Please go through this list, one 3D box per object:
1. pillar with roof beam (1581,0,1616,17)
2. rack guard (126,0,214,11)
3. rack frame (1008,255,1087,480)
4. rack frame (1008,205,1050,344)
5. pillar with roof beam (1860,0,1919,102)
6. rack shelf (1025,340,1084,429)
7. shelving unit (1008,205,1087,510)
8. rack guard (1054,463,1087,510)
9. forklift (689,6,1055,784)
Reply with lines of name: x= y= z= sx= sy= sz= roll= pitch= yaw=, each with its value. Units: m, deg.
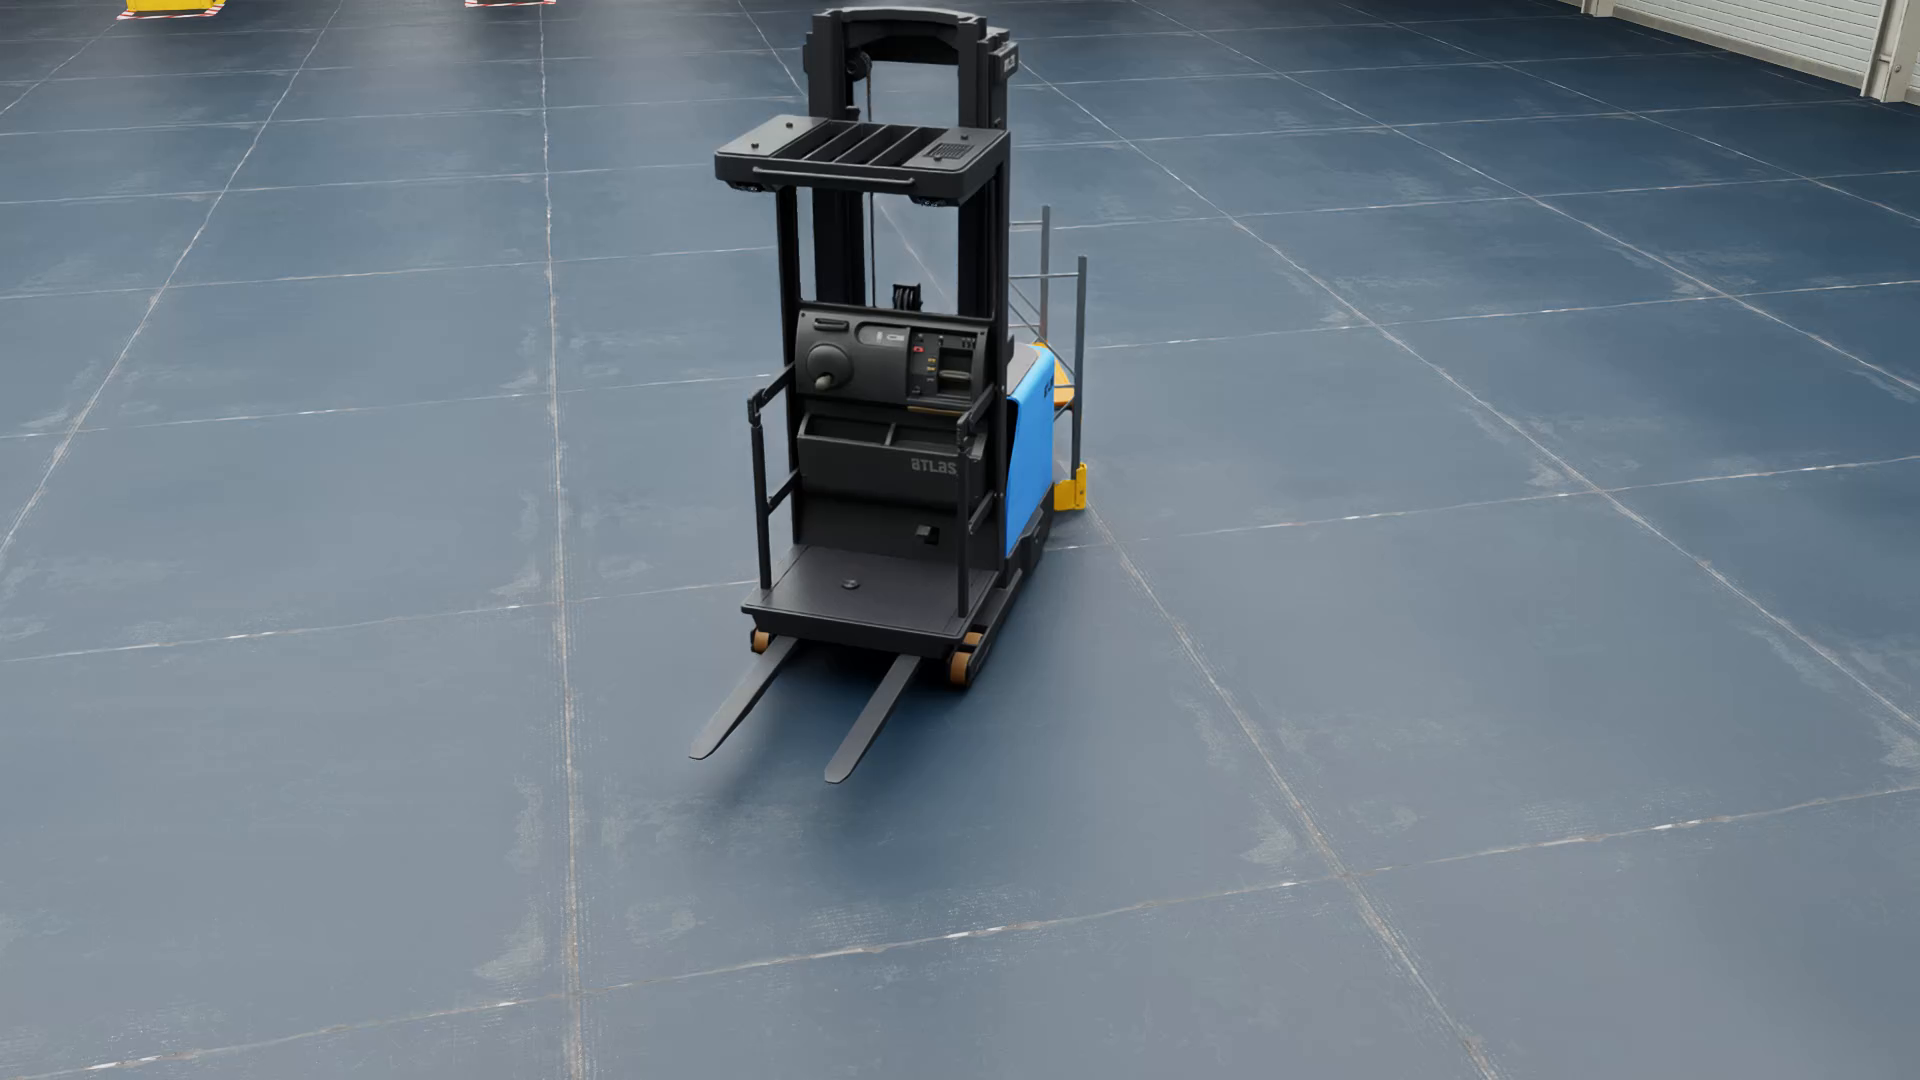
pillar with roof beam: x=5.288 y=-11.401 z=21.851 sx=9.100 sy=9.000 sz=0.400 roll=-6 pitch=27 yaw=-12
rack guard: x=-11.970 y=-8.294 z=25.128 sx=1.175 sy=0.500 sz=0.348 roll=-6 pitch=27 yaw=-12
rack frame: x=0.434 y=-0.844 z=9.257 sx=0.500 sy=1.500 sz=0.032 roll=-4 pitch=27 yaw=-8
rack frame: x=0.285 y=-1.297 z=10.155 sx=0.500 sy=1.500 sz=0.032 roll=-4 pitch=27 yaw=-8
pillar with roof beam: x=6.640 y=-8.767 z=16.632 sx=9.100 sy=9.000 sz=0.400 roll=-6 pitch=27 yaw=-12
rack shelf: x=0.359 y=-0.910 z=9.787 sx=0.538 sy=0.185 sz=1.000 roll=-4 pitch=27 yaw=-8
shelving unit: x=0.358 y=-1.074 z=9.714 sx=0.587 sy=1.500 sz=1.083 roll=-4 pitch=27 yaw=-8
rack guard: x=0.431 y=-0.295 z=9.556 sx=0.587 sy=0.250 sz=0.087 roll=-4 pitch=27 yaw=-8
forklift: x=-0.385 y=-0.813 z=7.608 sx=1.130 sy=2.935 sz=3.031 roll=8 pitch=28 yaw=15
